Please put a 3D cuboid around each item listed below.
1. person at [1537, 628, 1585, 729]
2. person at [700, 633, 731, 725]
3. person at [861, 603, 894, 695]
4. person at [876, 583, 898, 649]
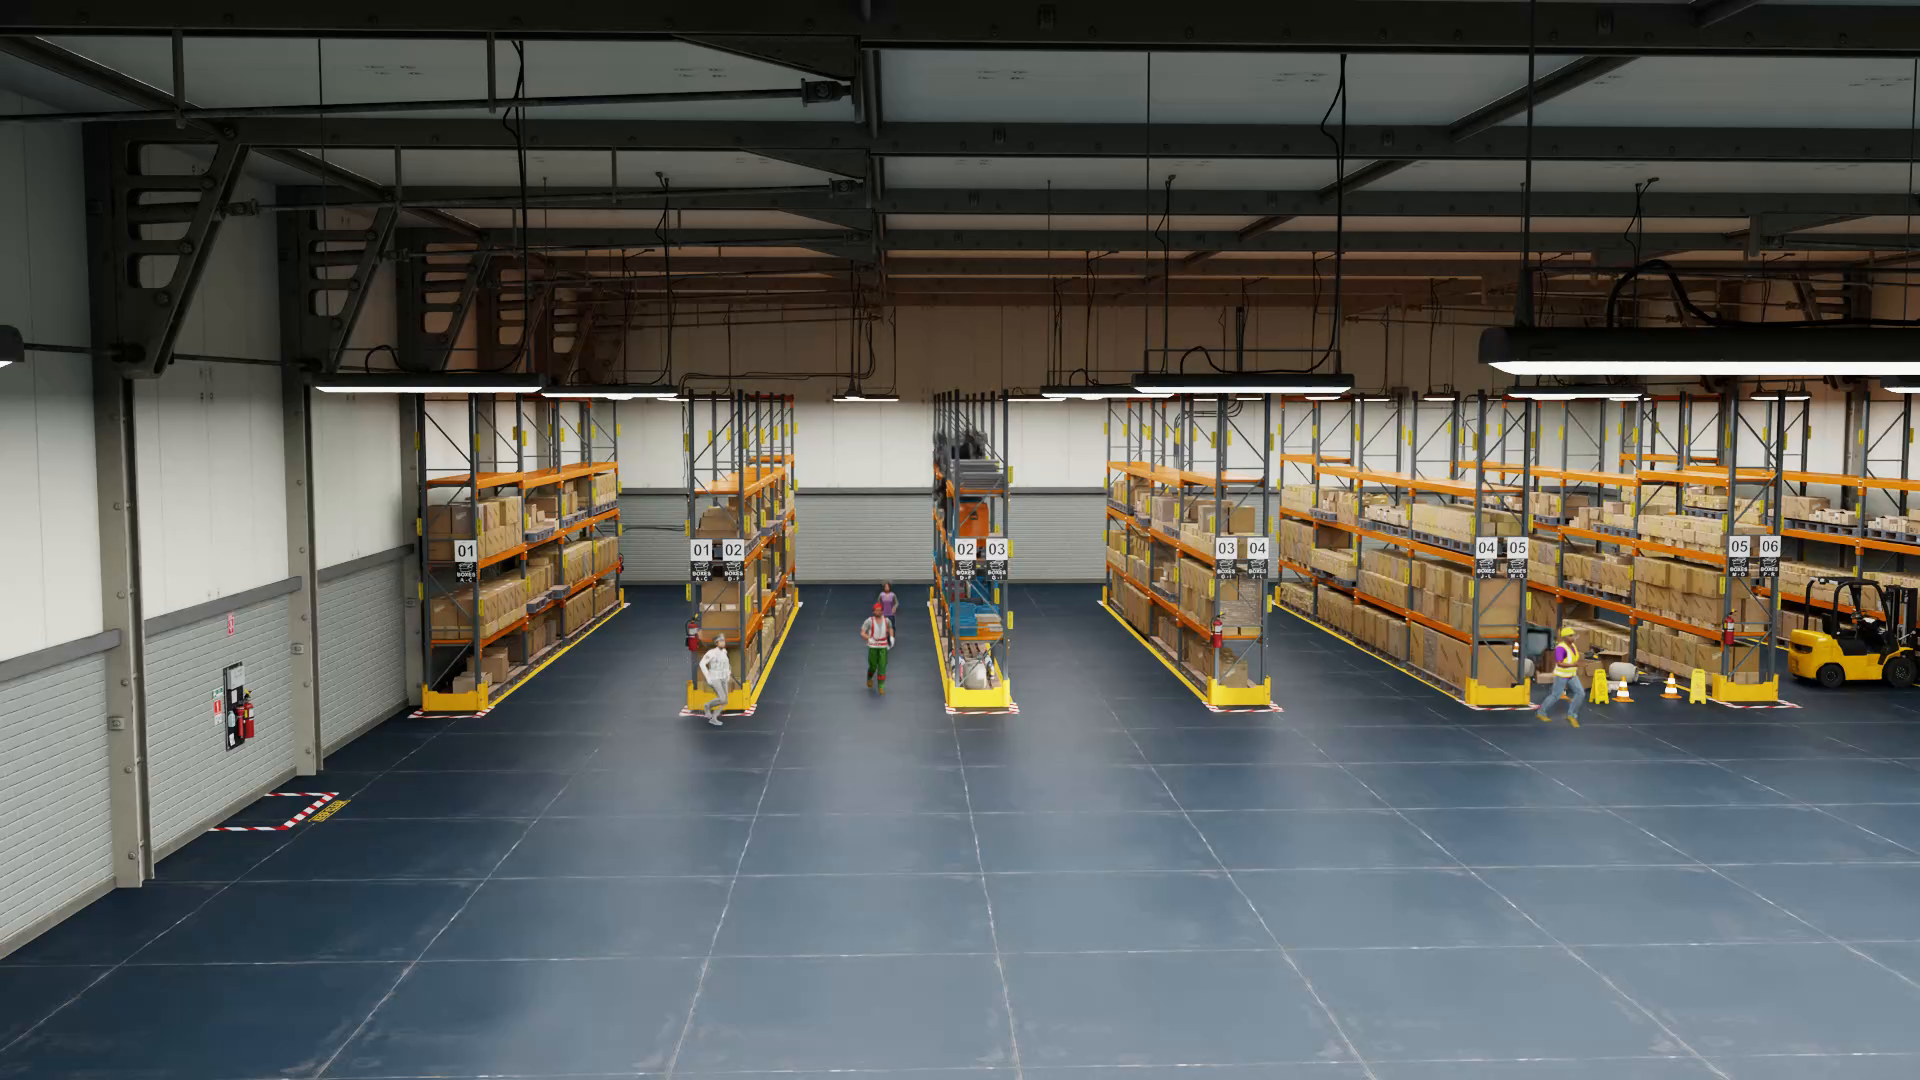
[{"bbox_3d":[10.736,2.439,29.521,0.709,1.800,0.889,-3,6,-36],"label":"person"},{"bbox_3d":[-4.330,2.491,29.719,0.511,1.646,0.636,3,6,34],"label":"person"},{"bbox_3d":[-1.634,2.140,33.056,0.686,1.792,0.839,-1,5,-16],"label":"person"},{"bbox_3d":[-1.713,1.768,39.003,0.534,1.547,0.565,0,5,-1],"label":"person"}]
